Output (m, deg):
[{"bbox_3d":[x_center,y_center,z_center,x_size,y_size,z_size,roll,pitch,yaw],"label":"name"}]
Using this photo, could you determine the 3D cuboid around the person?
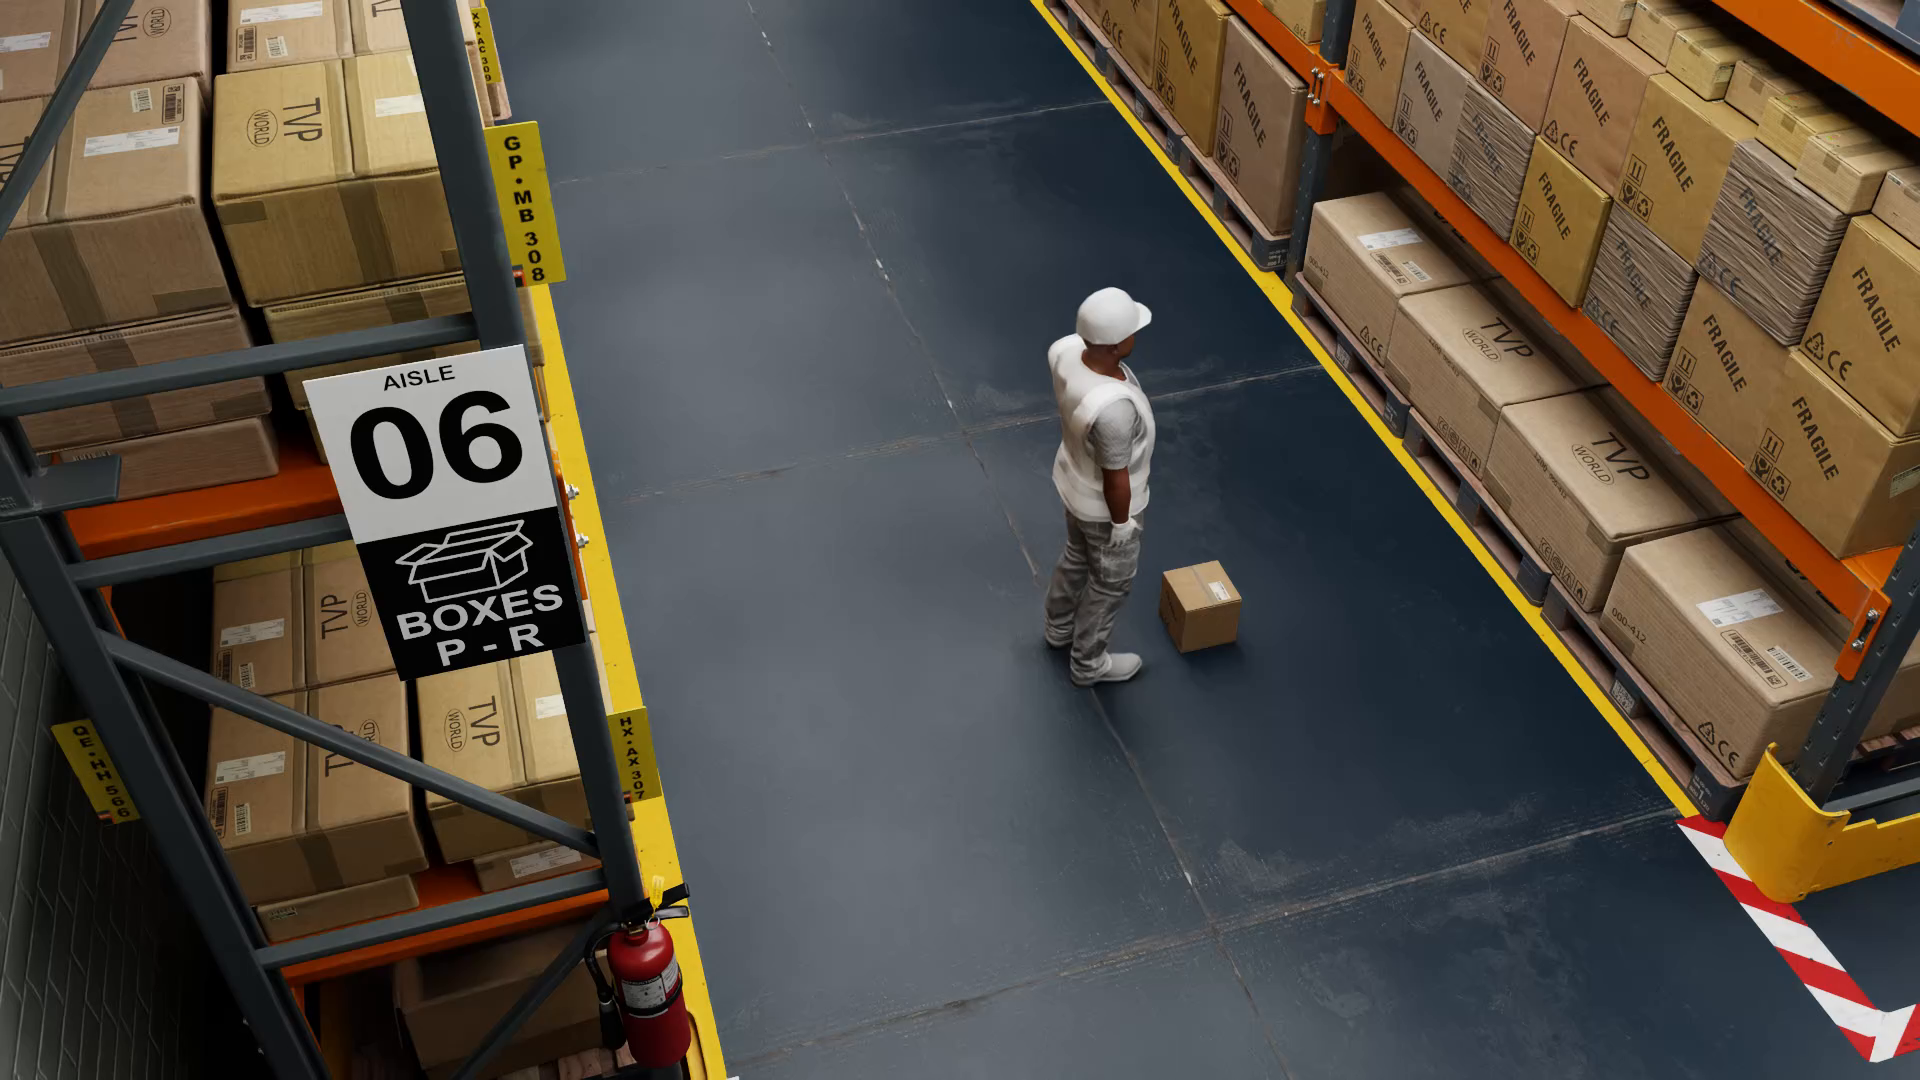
[{"bbox_3d":[0.537,-0.194,6.371,0.361,1.790,0.545,-11,43,-12],"label":"person"}]
